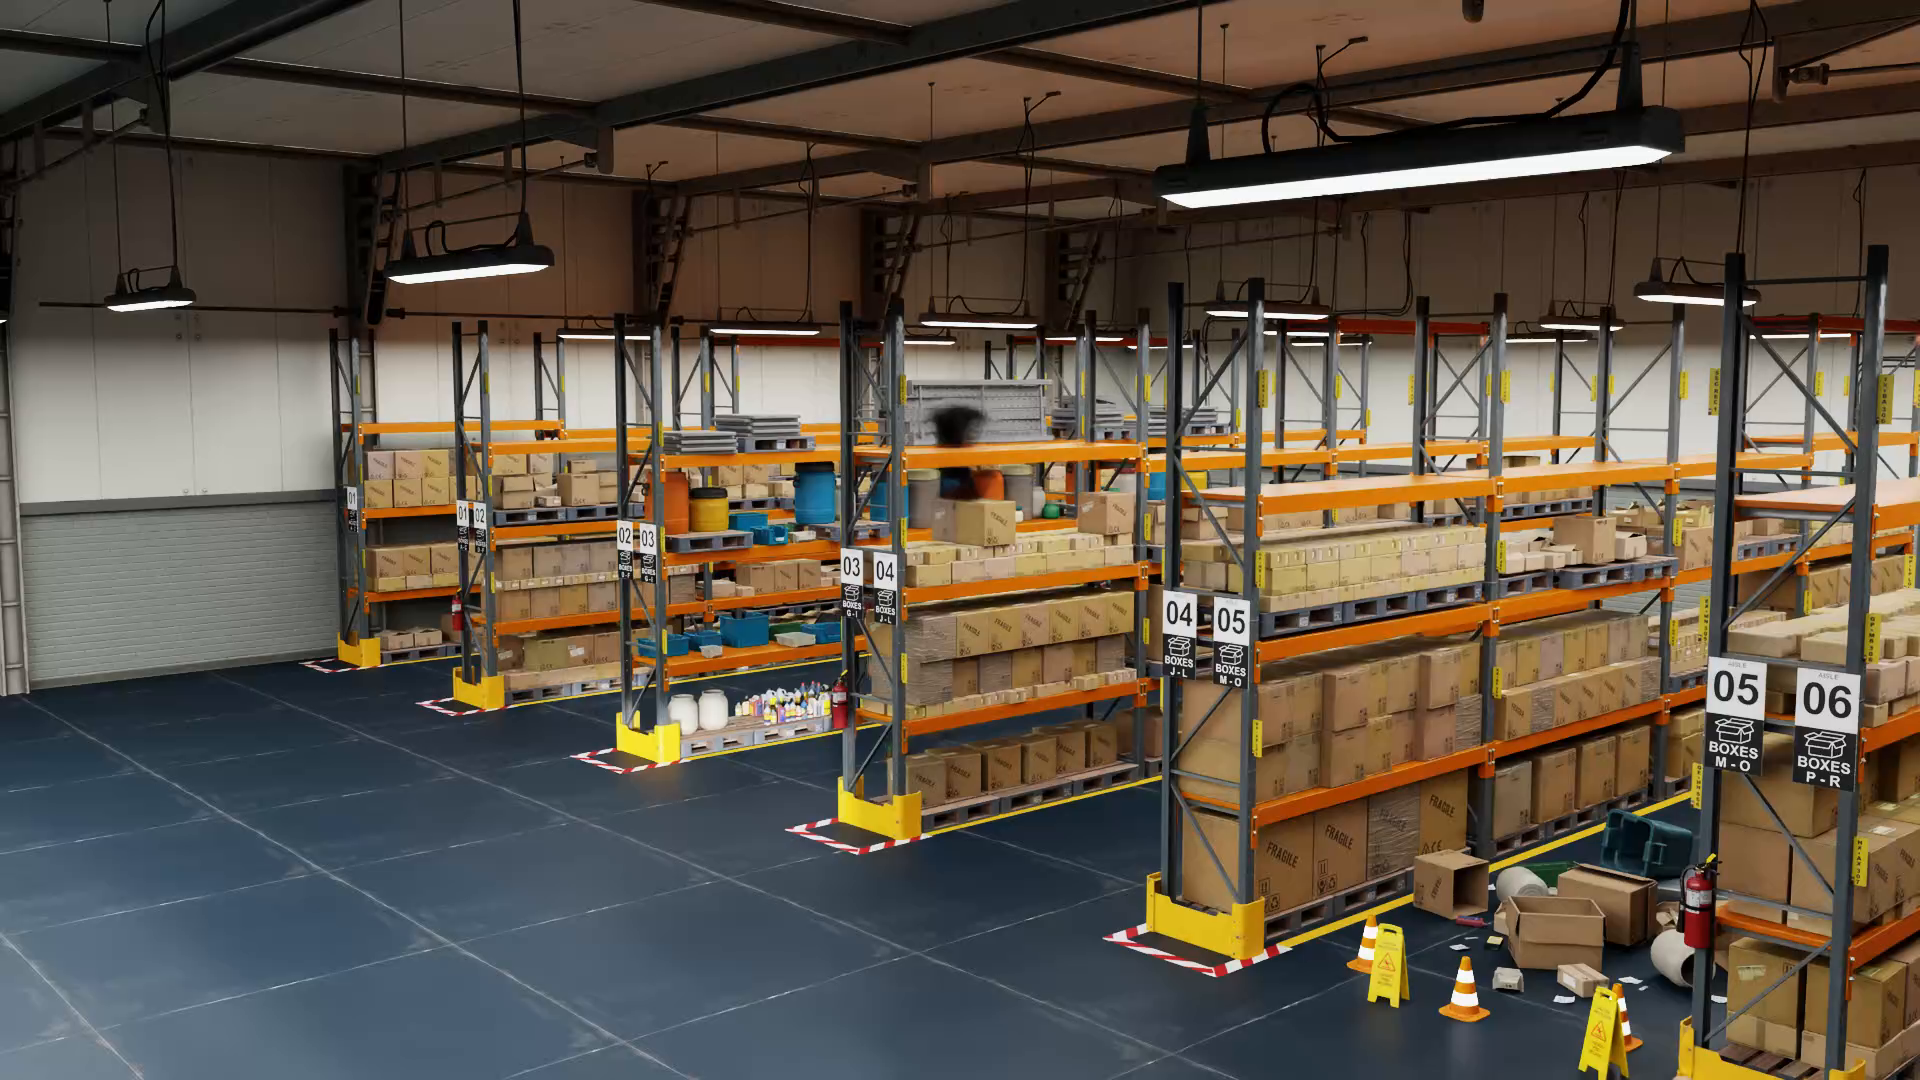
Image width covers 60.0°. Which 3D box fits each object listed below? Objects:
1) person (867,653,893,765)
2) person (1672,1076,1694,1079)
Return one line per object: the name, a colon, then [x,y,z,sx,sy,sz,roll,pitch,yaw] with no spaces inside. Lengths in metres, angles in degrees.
person: [-0.922,2.067,22.346,0.638,1.842,0.861,2,6,22]
person: [3.662,3.503,8.571,0.735,1.649,0.718,3,7,30]
